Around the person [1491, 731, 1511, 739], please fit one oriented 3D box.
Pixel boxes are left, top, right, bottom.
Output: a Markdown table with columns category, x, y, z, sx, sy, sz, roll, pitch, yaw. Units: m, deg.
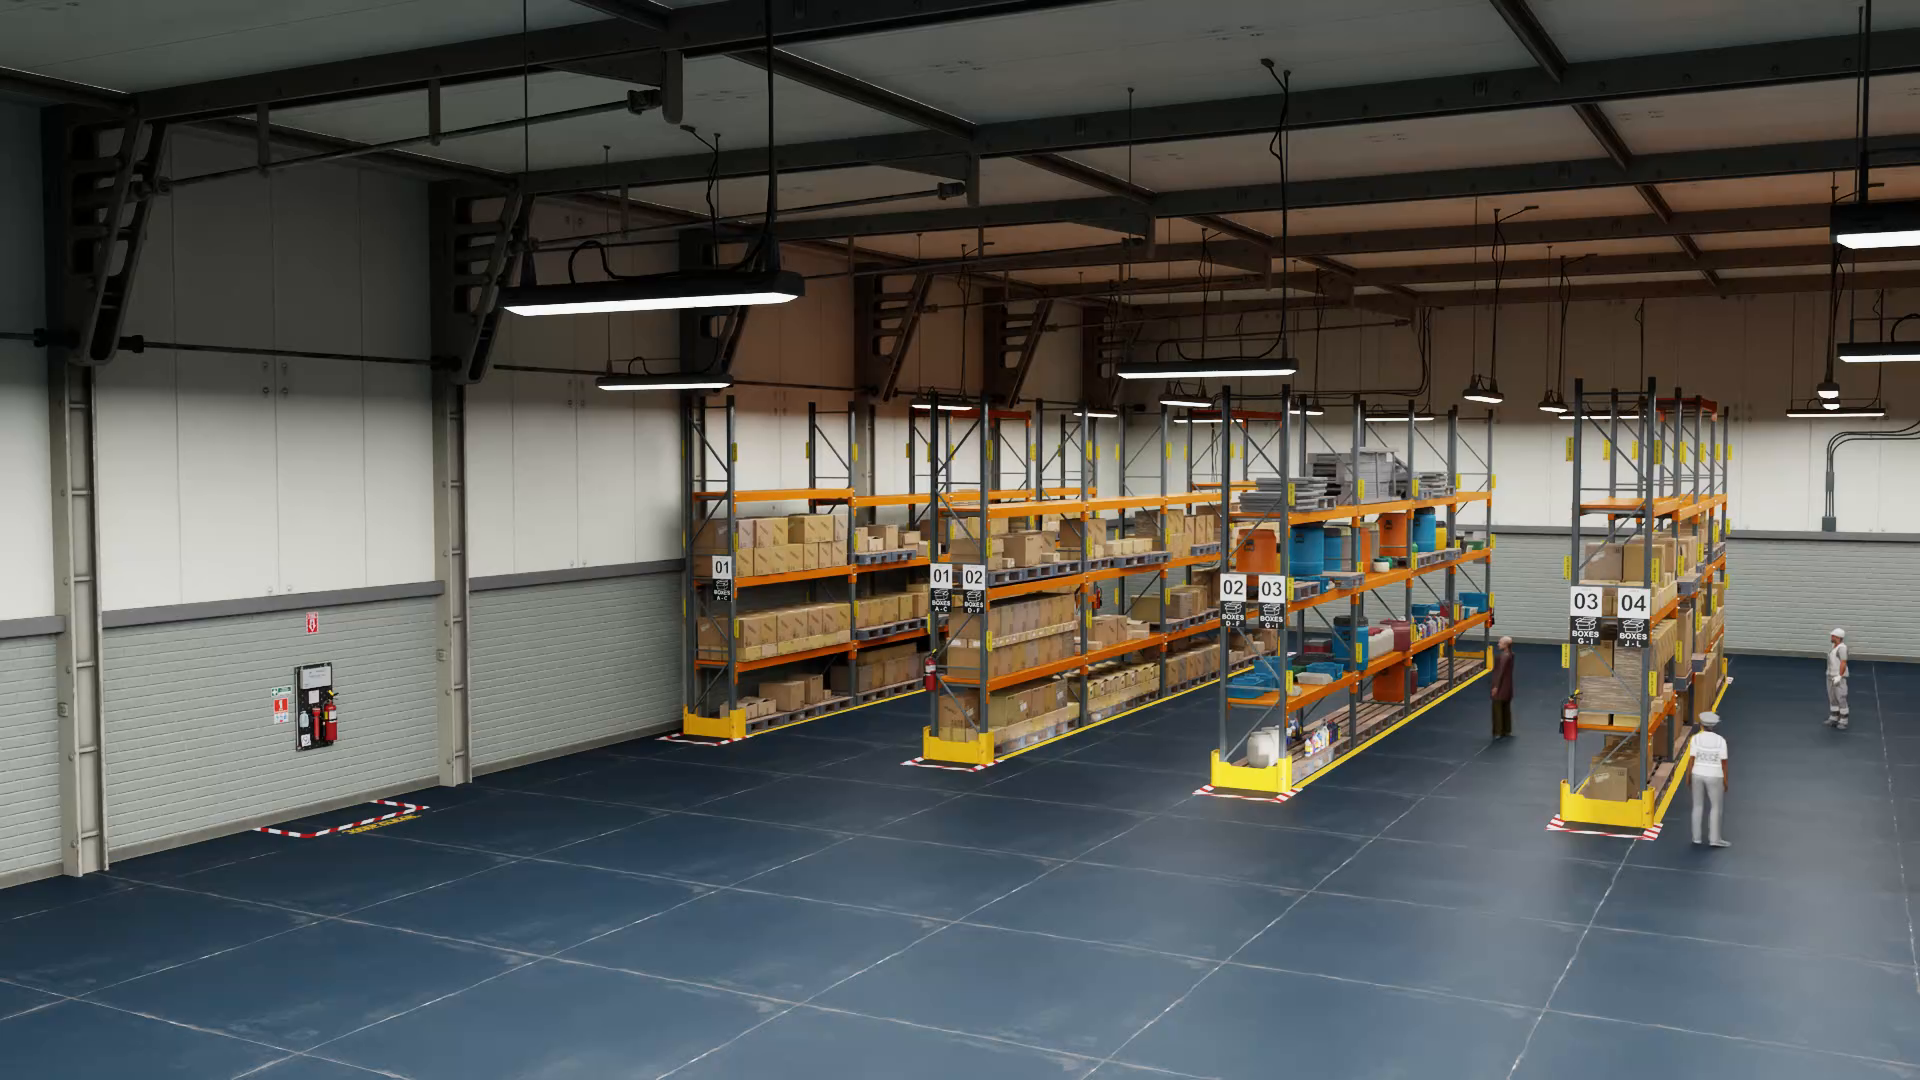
| category | x | y | z | sx | sy | sz | roll | pitch | yaw |
| --- | --- | --- | --- | --- | --- | --- | --- | --- | --- |
| person | 9.444 | 3.397 | 29.279 | 0.431 | 0.140 | 0.378 | -3 | 4 | -41 |

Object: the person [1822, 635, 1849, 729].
| category | x | y | z | sx | sy | sz | roll | pitch | yaw |
| --- | --- | --- | --- | --- | --- | --- | --- | --- | --- |
| person | 15.995 | 2.549 | 30.357 | 0.402 | 1.778 | 0.549 | 0 | 3 | -8 |
